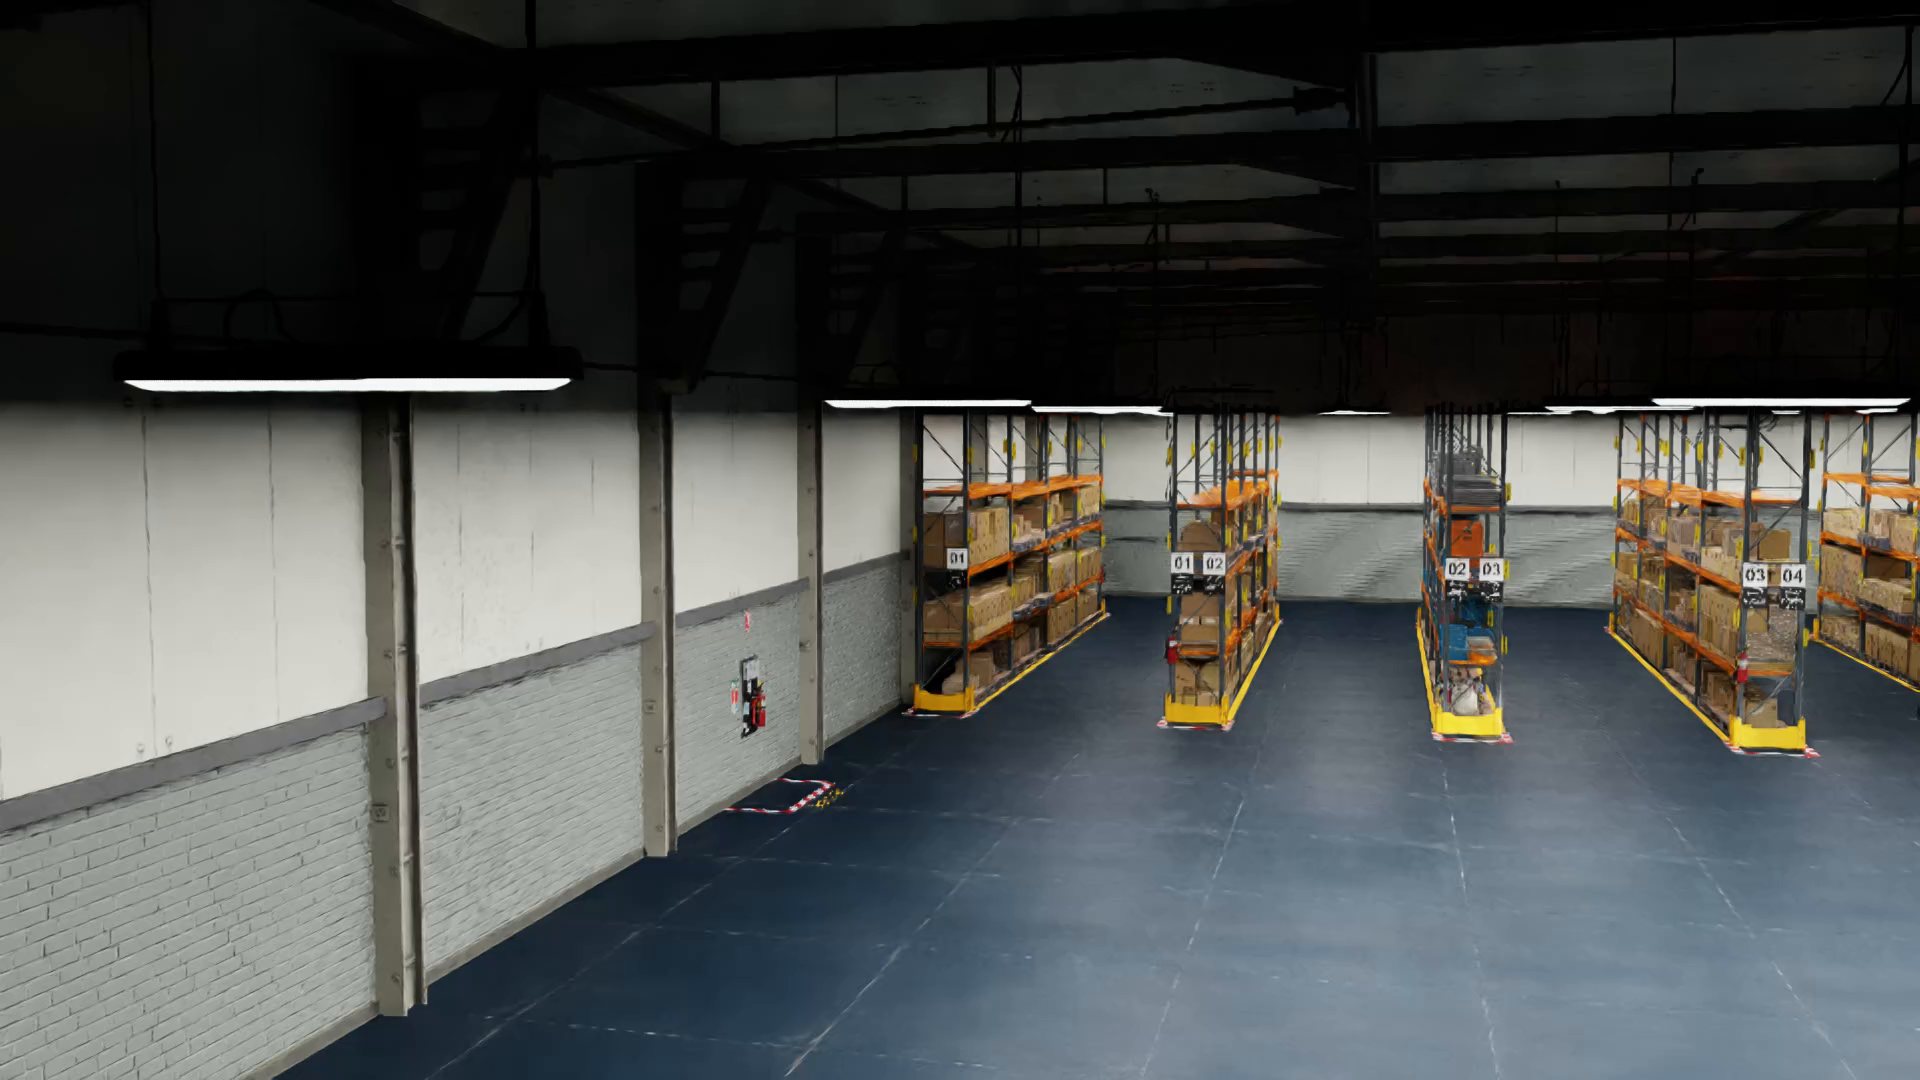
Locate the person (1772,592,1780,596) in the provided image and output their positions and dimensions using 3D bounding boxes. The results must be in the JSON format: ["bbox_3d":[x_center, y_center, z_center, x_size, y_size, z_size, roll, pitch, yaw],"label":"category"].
[{"bbox_3d":[20.957,1.680,42.760,0.620,1.790,0.772,1,4,9],"label":"person"}]

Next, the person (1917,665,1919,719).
[{"bbox_3d":[18.121,2.646,30.971,0.478,1.553,1.090,1,4,17],"label":"person"}]
